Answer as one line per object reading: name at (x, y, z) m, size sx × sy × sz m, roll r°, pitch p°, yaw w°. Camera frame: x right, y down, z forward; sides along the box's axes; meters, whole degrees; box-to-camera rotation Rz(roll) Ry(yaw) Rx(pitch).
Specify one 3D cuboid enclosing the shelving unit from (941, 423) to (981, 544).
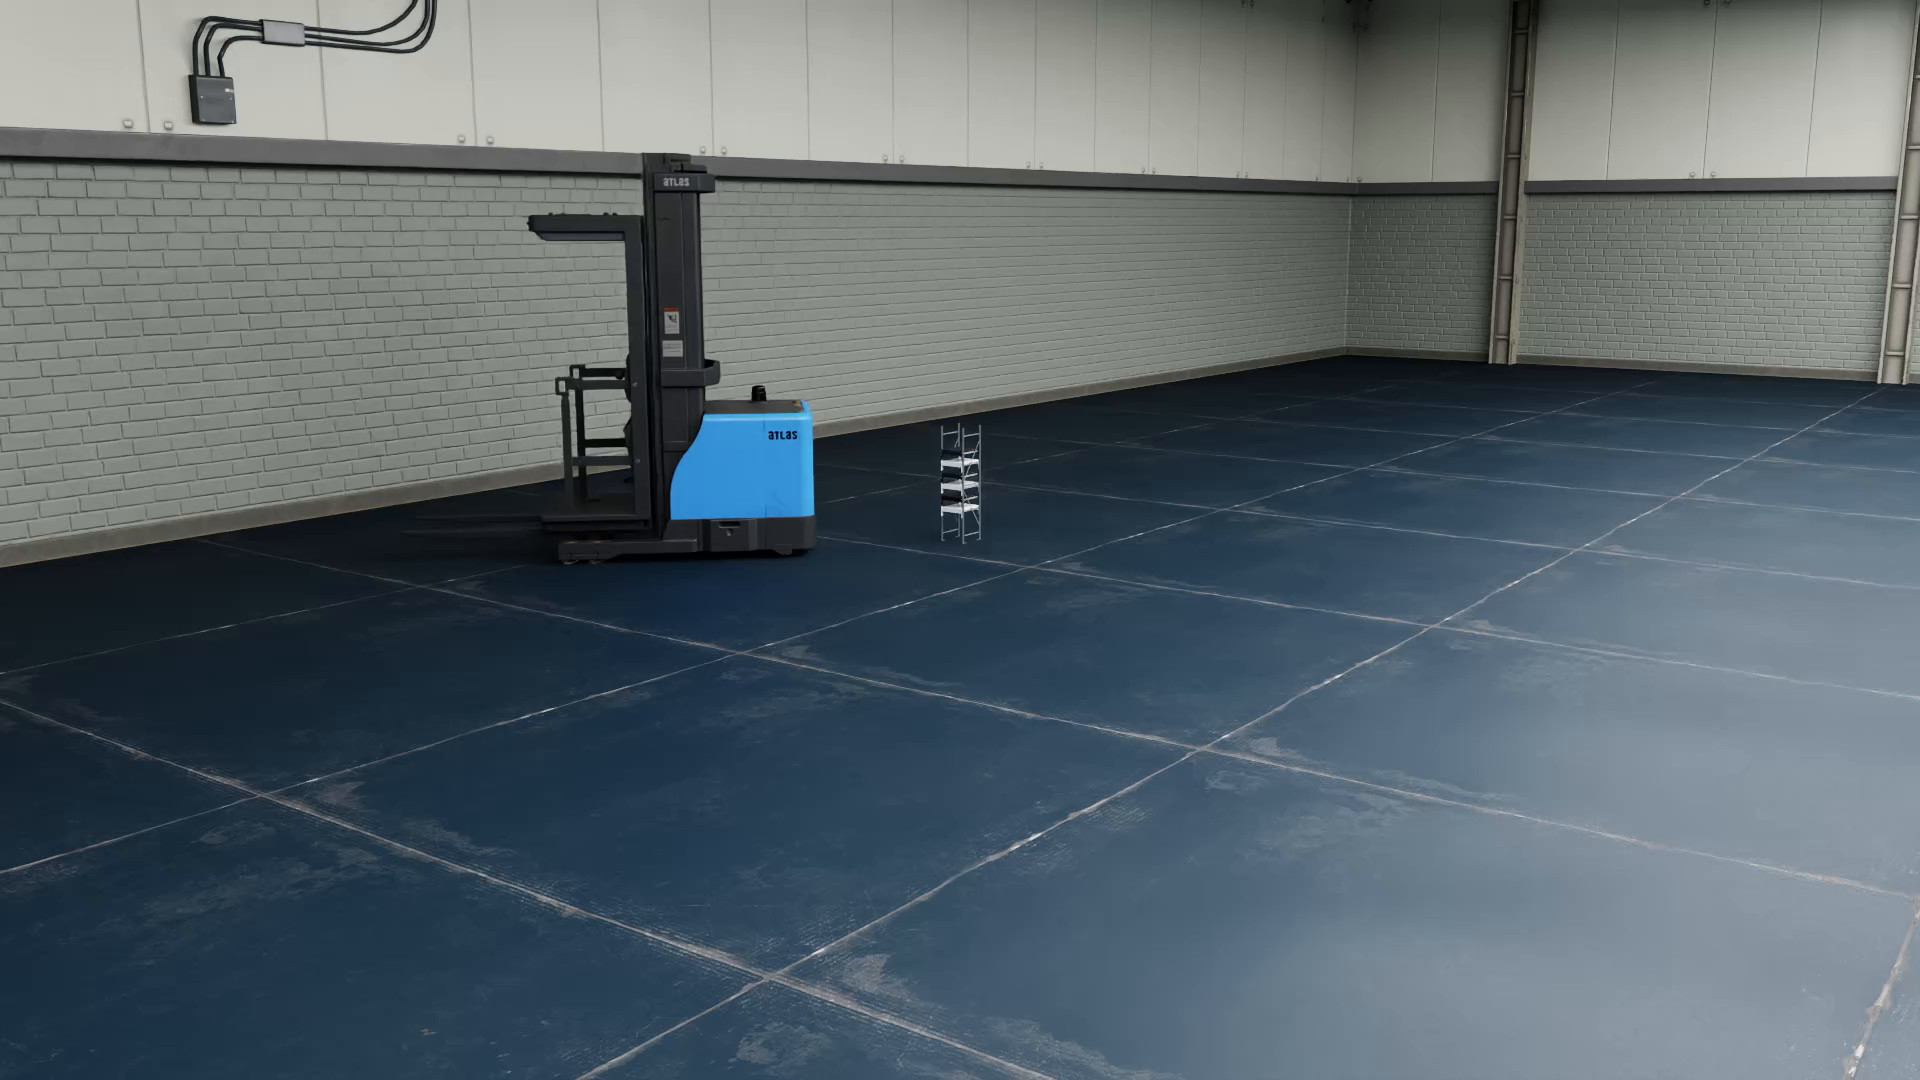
shelving unit at (0.007, -0.441, 12.939) m, size 0.210 × 0.900 × 0.258 m, roll 8°, pitch 13°, yaw 36°

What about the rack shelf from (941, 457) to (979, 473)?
rack shelf at (0.007, -0.585, 12.912) m, size 0.200 × 0.077 × 0.258 m, roll 8°, pitch 13°, yaw 36°

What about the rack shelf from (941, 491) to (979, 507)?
rack shelf at (0.007, -0.320, 12.963) m, size 0.200 × 0.077 × 0.258 m, roll 8°, pitch 13°, yaw 36°

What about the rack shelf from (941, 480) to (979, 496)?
rack shelf at (0.007, -0.408, 12.946) m, size 0.200 × 0.077 × 0.258 m, roll 8°, pitch 13°, yaw 36°

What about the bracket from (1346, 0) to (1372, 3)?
bracket at (6.983, -9.521, 29.075) m, size 0.430 × 0.232 × 0.235 m, roll 8°, pitch 13°, yaw 36°

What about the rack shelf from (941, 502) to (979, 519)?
rack shelf at (0.007, -0.231, 12.980) m, size 0.200 × 0.077 × 0.258 m, roll 8°, pitch 13°, yaw 36°

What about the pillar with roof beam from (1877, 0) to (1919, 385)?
pillar with roof beam at (11.726, -6.161, 21.186) m, size 0.400 × 9.000 × 9.100 m, roll 8°, pitch 13°, yaw 36°

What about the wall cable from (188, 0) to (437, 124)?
wall cable at (-5.167, -6.328, 13.092) m, size 0.169 × 6.003 × 2.305 m, roll 8°, pitch 13°, yaw 36°

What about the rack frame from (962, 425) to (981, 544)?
rack frame at (0.088, -0.429, 12.880) m, size 0.006 × 0.900 × 0.240 m, roll 8°, pitch 13°, yaw 36°

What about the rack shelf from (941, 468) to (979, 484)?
rack shelf at (0.007, -0.497, 12.929) m, size 0.200 × 0.077 × 0.258 m, roll 8°, pitch 13°, yaw 36°

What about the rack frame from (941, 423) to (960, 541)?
rack frame at (-0.075, -0.452, 12.999) m, size 0.006 × 0.900 × 0.240 m, roll 8°, pitch 13°, yaw 36°

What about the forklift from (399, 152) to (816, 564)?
forklift at (-2.629, -1.368, 12.384) m, size 3.031 × 2.935 × 1.130 m, roll -1°, pitch 11°, yaw -7°

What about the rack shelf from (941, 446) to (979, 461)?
rack shelf at (0.007, -0.673, 12.895) m, size 0.200 × 0.077 × 0.258 m, roll 8°, pitch 13°, yaw 36°

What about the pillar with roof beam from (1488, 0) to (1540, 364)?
pillar with roof beam at (6.890, -6.836, 24.673) m, size 0.548 × 9.000 × 9.100 m, roll 8°, pitch 13°, yaw 36°
